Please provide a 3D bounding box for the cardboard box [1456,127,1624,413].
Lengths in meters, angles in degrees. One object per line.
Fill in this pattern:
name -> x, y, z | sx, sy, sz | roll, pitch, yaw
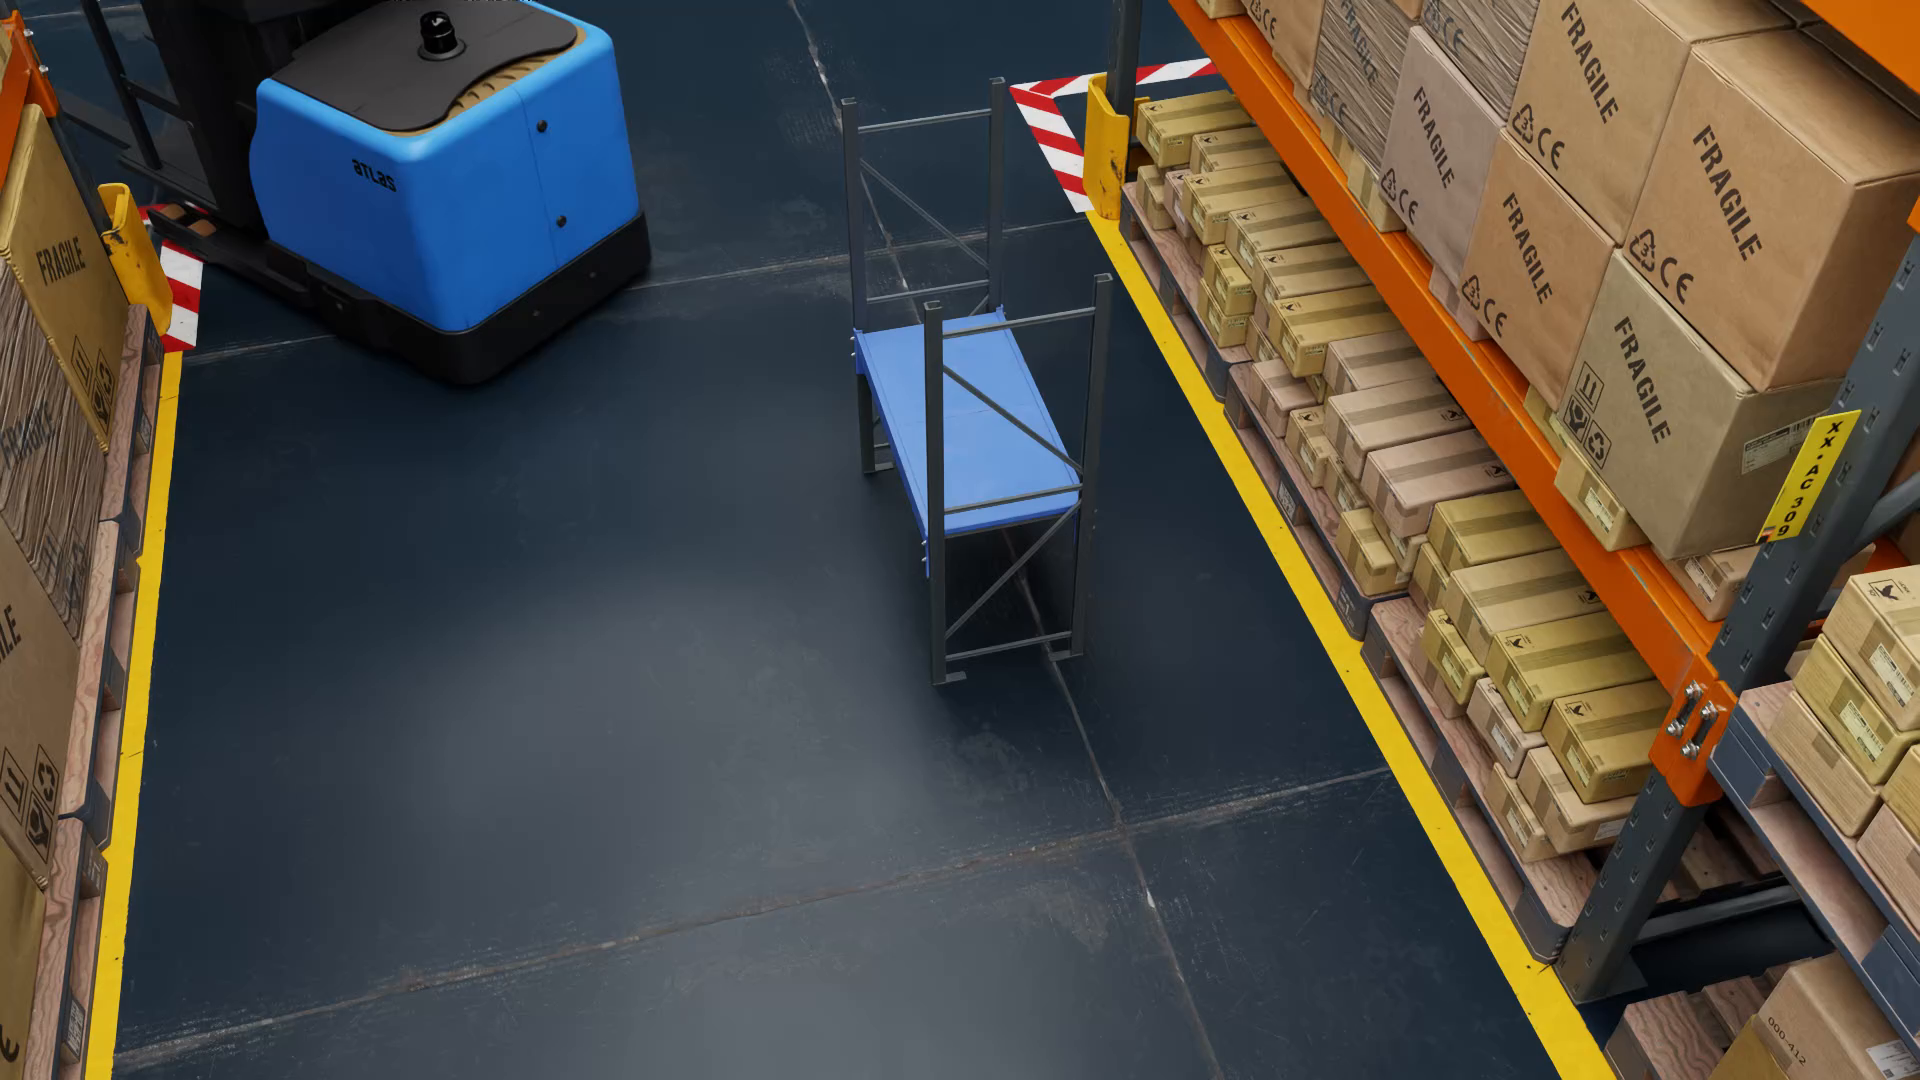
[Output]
cardboard box -> 1.605, -0.698, 4.055 | 0.500, 0.500, 0.500 | -12, 47, -11

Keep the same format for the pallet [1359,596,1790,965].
pallet -> 1.927, 0.601, 5.013 | 1.003, 0.211, 1.213 | -11, 47, -10

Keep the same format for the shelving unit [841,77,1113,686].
shelving unit -> 0.022, -0.466, 5.157 | 0.538, 1.500, 1.048 | -11, 47, -10

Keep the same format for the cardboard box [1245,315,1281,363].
cardboard box -> 1.267, -0.717, 6.055 | 0.380, 0.149, 0.250 | -11, 47, -10

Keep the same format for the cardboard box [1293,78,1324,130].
cardboard box -> 1.278, -1.423, 5.220 | 0.380, 0.149, 0.250 | -12, 47, -11

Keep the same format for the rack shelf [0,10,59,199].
rack shelf -> -3.199, -0.210, 4.359 | 1.077, 0.370, 4.000 | -11, 47, -10

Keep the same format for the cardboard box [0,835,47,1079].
cardboard box -> -2.779, 1.046, 3.818 | 0.875, 0.875, 0.875 | -11, 47, -10

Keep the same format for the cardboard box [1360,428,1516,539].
cardboard box -> 1.467, -0.176, 5.108 | 0.380, 0.149, 0.250 | -13, 47, -12

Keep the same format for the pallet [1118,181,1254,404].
pallet -> 1.302, -1.083, 6.664 | 1.003, 0.211, 1.213 | -11, 47, -10

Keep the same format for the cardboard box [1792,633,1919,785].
cardboard box -> 1.789, 0.275, 3.054 | 0.380, 0.149, 0.250 | -10, 46, -10

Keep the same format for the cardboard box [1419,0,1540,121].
cardboard box -> 1.497, -1.394, 4.037 | 0.500, 0.500, 0.500 | -10, 46, -9

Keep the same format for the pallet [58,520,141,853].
pallet -> -3.122, 0.512, 5.100 | 1.003, 0.211, 1.213 | -11, 47, -10

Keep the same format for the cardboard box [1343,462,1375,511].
cardboard box -> 1.476, -0.249, 5.387 | 0.380, 0.149, 0.250 | -13, 47, -12

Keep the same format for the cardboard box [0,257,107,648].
cardboard box -> -3.237, -0.190, 5.030 | 0.875, 0.875, 0.875 | -11, 47, -10

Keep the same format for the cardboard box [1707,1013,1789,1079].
cardboard box -> 2.066, 1.369, 3.764 | 0.500, 0.500, 0.500 | -9, 46, -9

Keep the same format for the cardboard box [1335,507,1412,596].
cardboard box -> 1.438, 0.010, 5.342 | 0.380, 0.149, 0.250 | -11, 47, -10

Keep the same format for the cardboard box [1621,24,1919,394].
cardboard box -> 1.751, -0.682, 3.340 | 0.500, 0.500, 0.500 | -12, 47, -12

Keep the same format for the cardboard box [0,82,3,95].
cardboard box -> -3.234, -1.389, 5.187 | 0.380, 0.149, 0.250 | -10, 46, -10

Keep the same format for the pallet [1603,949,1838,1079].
pallet -> 2.334, 1.596, 4.038 | 1.003, 0.211, 1.213 | -11, 47, -10

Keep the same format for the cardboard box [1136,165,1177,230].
cardboard box -> 0.934, -1.408, 6.732 | 0.380, 0.149, 0.250 | -10, 46, -10

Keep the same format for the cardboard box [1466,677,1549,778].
cardboard box -> 1.664, 0.485, 4.668 | 0.380, 0.149, 0.250 | -13, 47, -12

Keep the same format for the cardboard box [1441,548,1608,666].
cardboard box -> 1.616, 0.187, 4.752 | 0.380, 0.149, 0.250 | -11, 47, -11

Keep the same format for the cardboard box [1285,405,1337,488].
cardboard box -> 1.343, -0.343, 5.688 | 0.380, 0.149, 0.250 | -11, 47, -10

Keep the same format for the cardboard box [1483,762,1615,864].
cardboard box -> 1.704, 0.725, 4.642 | 0.380, 0.149, 0.250 | -10, 46, -10

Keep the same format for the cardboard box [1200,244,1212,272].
cardboard box -> 1.150, -1.072, 6.403 | 0.380, 0.149, 0.250 | -10, 46, -10

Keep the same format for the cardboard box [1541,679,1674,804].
cardboard box -> 1.791, 0.527, 4.419 | 0.380, 0.149, 0.250 | -9, 46, -9

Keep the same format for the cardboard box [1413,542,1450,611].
cardboard box -> 1.609, 0.112, 5.033 | 0.380, 0.149, 0.250 | -10, 46, -10

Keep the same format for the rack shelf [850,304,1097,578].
rack shelf -> 0.022, -0.340, 5.285 | 0.538, 0.185, 1.000 | -11, 47, -10

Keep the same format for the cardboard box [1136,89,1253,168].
cardboard box -> 0.915, -1.613, 6.516 | 0.380, 0.149, 0.250 | -13, 47, -12

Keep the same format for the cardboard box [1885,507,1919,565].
cardboard box -> 2.377, -0.085, 3.909 | 0.380, 0.149, 0.250 | -9, 46, -9

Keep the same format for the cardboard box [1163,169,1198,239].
cardboard box -> 1.011, -1.324, 6.442 | 0.380, 0.149, 0.250 | -11, 47, -11

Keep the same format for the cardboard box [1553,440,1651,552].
cardboard box -> 1.663, -0.142, 3.965 | 0.380, 0.149, 0.250 | -12, 47, -11

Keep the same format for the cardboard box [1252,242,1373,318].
cardboard box -> 1.248, -0.898, 5.815 | 0.380, 0.149, 0.250 | -9, 46, -9

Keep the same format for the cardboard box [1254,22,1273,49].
cardboard box -> 1.196, -1.790, 5.580 | 0.380, 0.149, 0.250 | -9, 46, -8

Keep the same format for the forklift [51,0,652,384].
forklift -> -2.751, -2.460, 6.108 | 3.031, 2.935, 1.130 | 27, 51, 24

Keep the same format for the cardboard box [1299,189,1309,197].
cardboard box -> 1.535, -1.430, 6.545 | 0.380, 0.149, 0.250 | -12, 47, -11

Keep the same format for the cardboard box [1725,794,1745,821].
cardboard box -> 2.351, 0.623, 4.741 | 0.380, 0.149, 0.250 | -13, 47, -12

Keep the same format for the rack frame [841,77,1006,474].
rack frame -> -0.108, -0.817, 5.501 | 0.500, 1.500, 0.032 | -11, 47, -10

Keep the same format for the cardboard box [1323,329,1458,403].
cardboard box -> 1.428, -0.552, 5.476 | 0.380, 0.149, 0.250 | -11, 47, -10

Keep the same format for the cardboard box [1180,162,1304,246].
cardboard box -> 1.042, -1.247, 6.157 | 0.380, 0.149, 0.250 | -11, 47, -10

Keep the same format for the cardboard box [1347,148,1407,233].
cardboard box -> 1.364, -1.050, 4.855 | 0.380, 0.149, 0.250 | -10, 46, -10

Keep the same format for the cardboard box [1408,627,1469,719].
cardboard box -> 1.588, 0.359, 5.000 | 0.380, 0.149, 0.250 | -12, 47, -12

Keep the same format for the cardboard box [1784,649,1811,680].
cardboard box -> 2.245, 0.449, 4.495 | 0.380, 0.149, 0.250 | -9, 46, -9

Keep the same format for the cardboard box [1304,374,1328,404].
cardboard box -> 1.389, -0.629, 5.760 | 0.380, 0.149, 0.250 | -9, 46, -8

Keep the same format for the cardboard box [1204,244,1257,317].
cardboard box -> 1.120, -0.975, 6.099 | 0.380, 0.149, 0.250 | -9, 46, -9
